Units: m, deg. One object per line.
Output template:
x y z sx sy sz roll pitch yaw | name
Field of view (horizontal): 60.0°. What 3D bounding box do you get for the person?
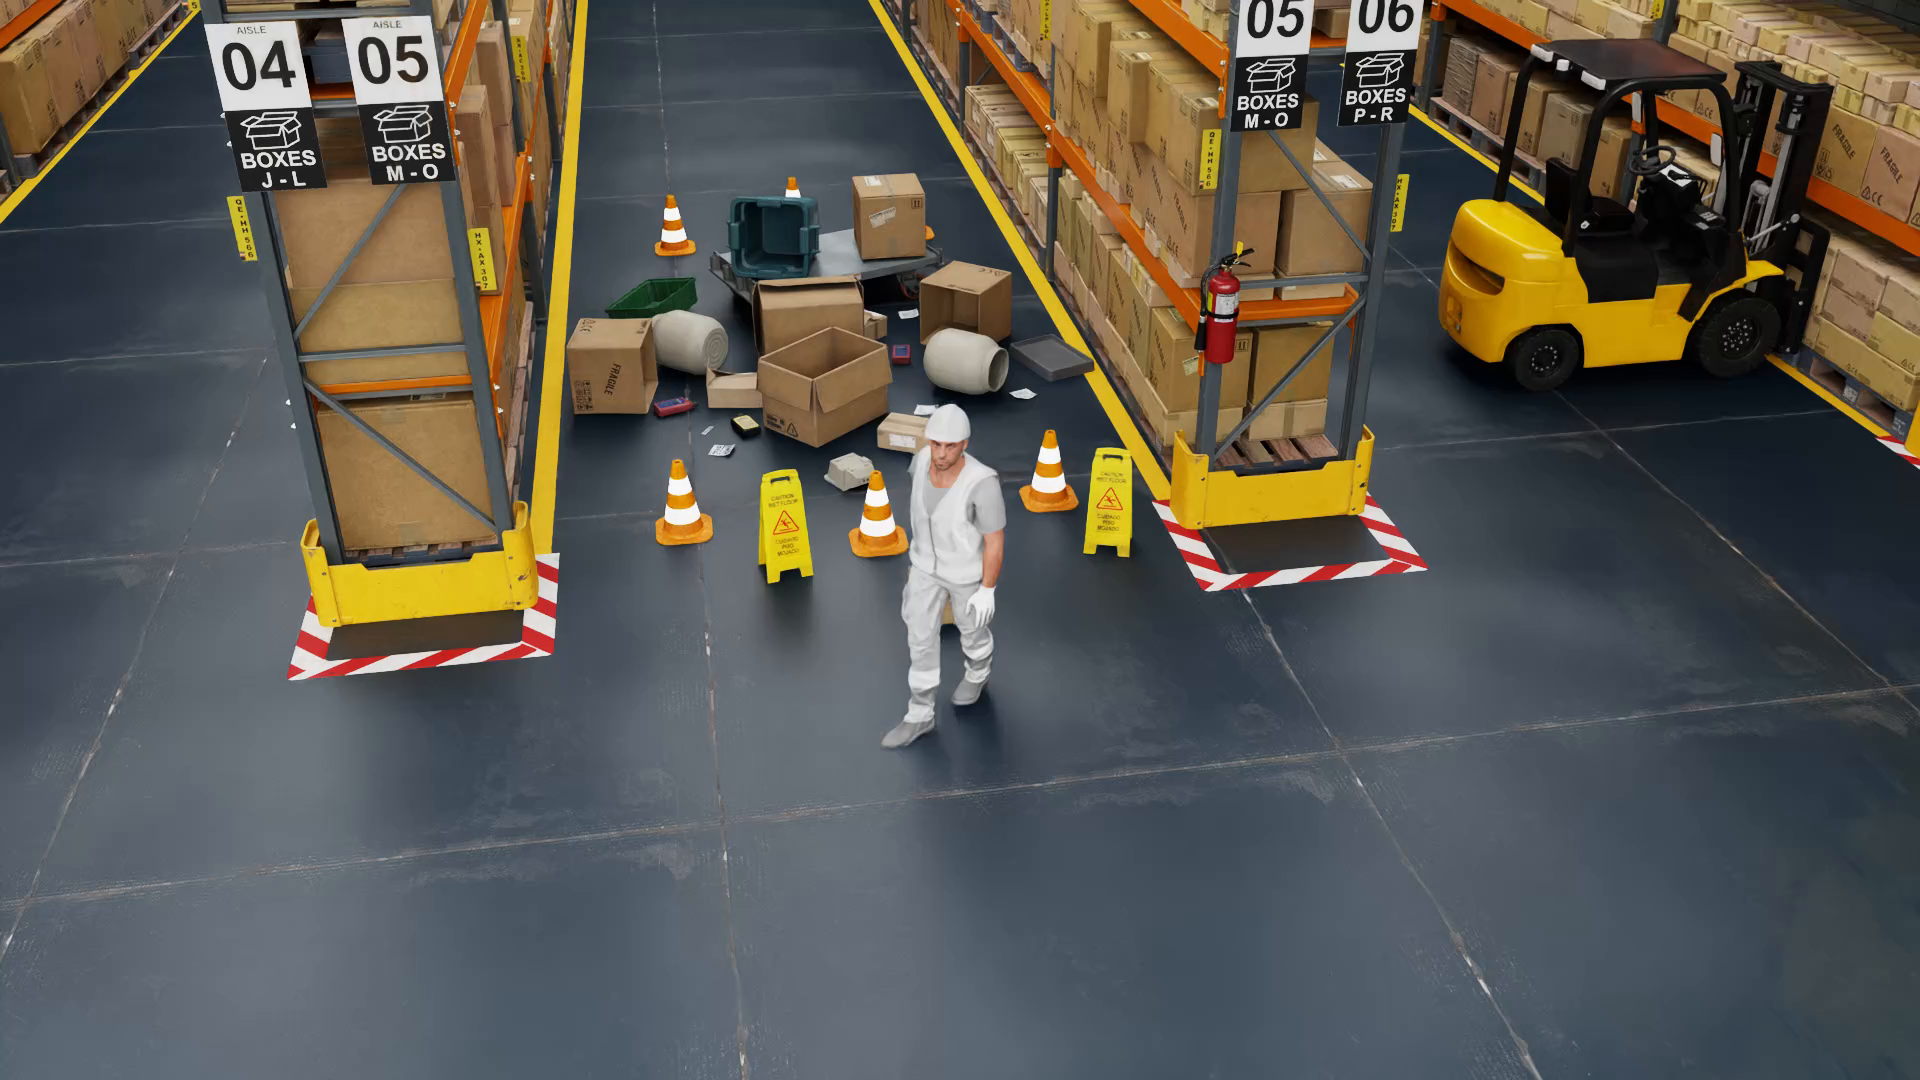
-0.013 0.150 7.875 0.571 1.821 0.701 15 34 24 | person
